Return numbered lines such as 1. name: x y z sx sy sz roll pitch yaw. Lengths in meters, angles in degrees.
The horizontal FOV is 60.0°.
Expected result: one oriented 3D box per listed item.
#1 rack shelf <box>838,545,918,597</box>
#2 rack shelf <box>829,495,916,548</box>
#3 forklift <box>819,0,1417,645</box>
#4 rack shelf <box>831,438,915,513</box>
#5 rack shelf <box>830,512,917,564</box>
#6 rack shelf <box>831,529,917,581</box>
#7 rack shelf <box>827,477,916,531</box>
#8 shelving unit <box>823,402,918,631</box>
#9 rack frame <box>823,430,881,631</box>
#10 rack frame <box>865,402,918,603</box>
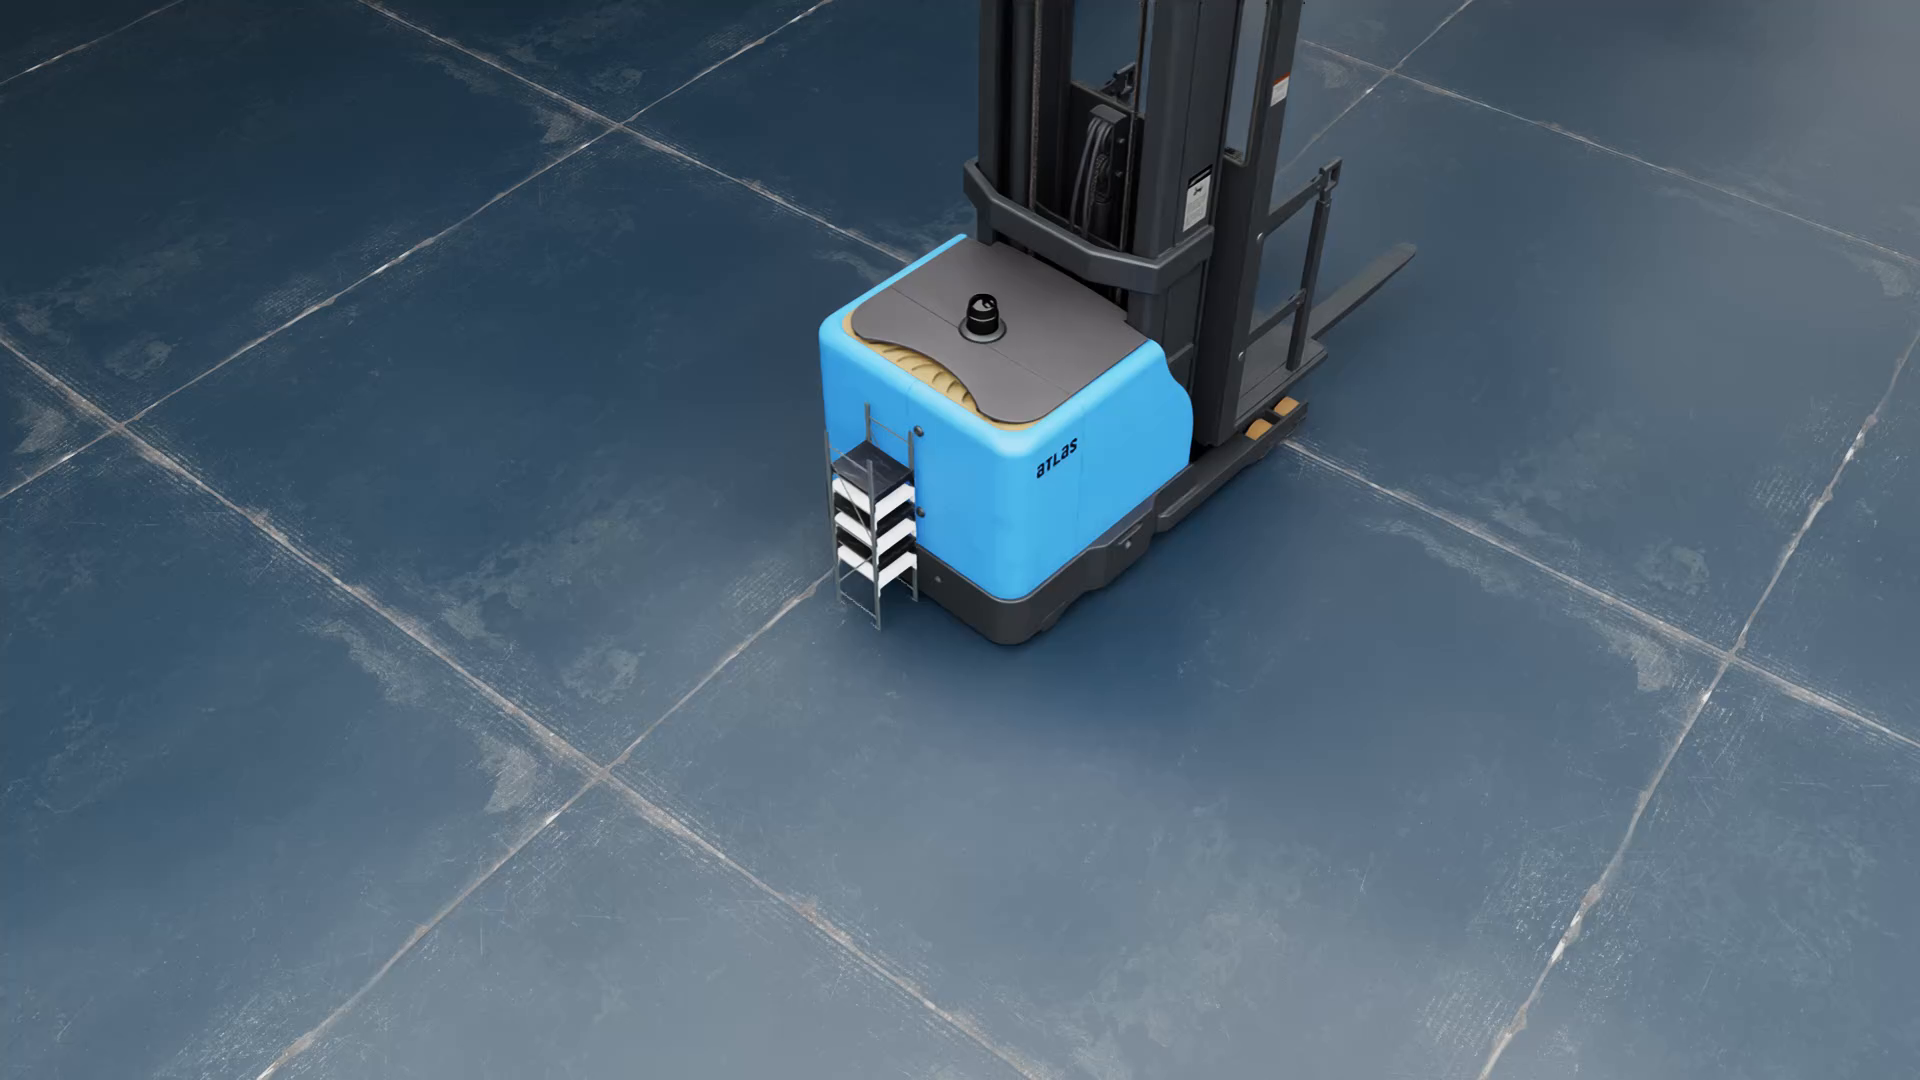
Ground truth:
1. rack shelf: -0.324 0.075 6.351 0.258 0.077 0.200 34 55 28
2. rack shelf: -0.324 -0.111 6.155 0.258 0.077 0.200 34 55 28
3. forklift: 0.848 -1.590 6.242 1.130 2.935 3.031 34 55 28
4. rack shelf: -0.324 -0.235 6.025 0.258 0.077 0.200 34 55 28
5. rack shelf: -0.324 -0.049 6.220 0.258 0.077 0.200 34 55 28
6. rack shelf: -0.324 0.013 6.285 0.258 0.077 0.200 34 55 28
7. rack shelf: -0.324 -0.173 6.090 0.258 0.077 0.200 34 55 28
8. shelving unit: -0.324 -0.072 6.196 0.258 0.900 0.210 34 55 28
9. rack frame: -0.394 -0.018 6.145 0.240 0.900 0.006 34 55 28
10. rack frame: -0.254 -0.125 6.247 0.240 0.900 0.006 34 55 28
